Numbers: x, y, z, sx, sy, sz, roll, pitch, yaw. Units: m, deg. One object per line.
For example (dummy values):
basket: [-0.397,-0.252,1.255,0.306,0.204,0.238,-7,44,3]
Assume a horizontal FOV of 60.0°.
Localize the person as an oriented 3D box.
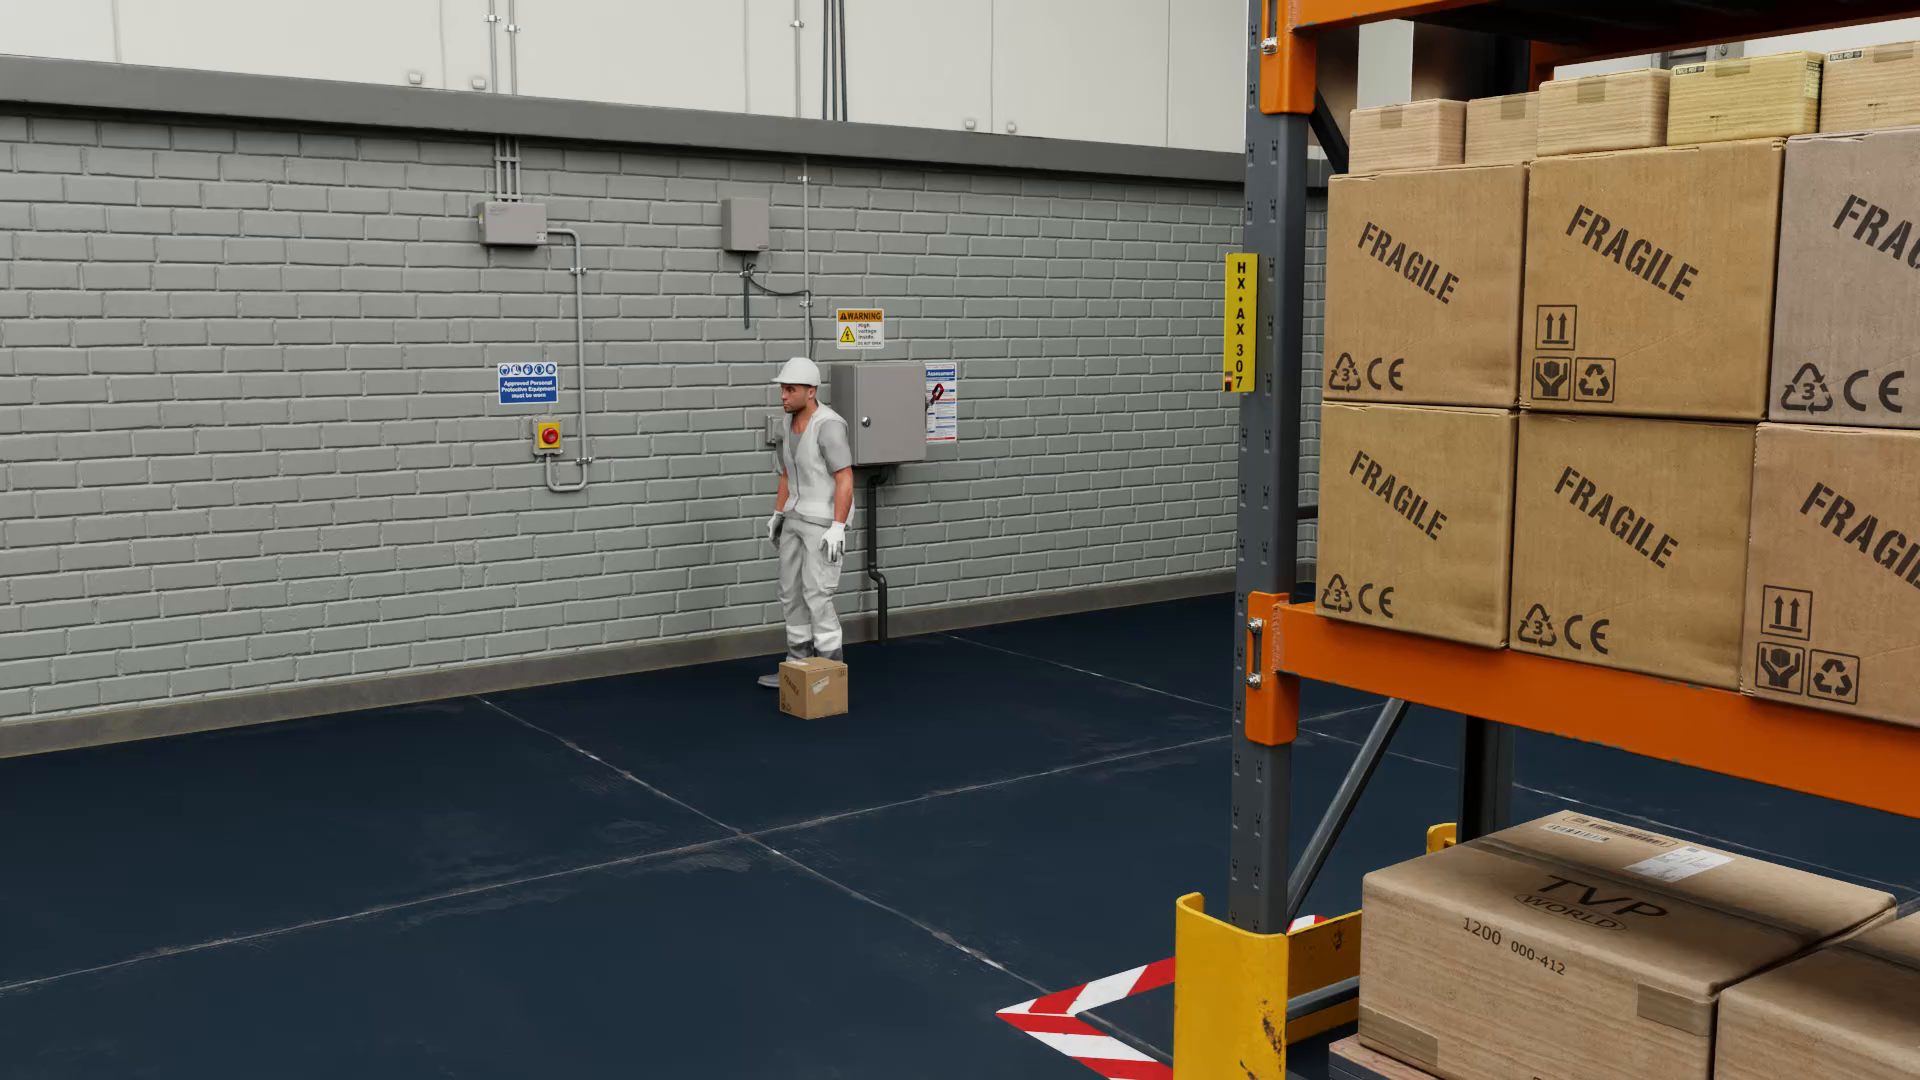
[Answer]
person: [-0.799,-0.068,8.747,0.451,1.779,0.618,-6,10,-39]
